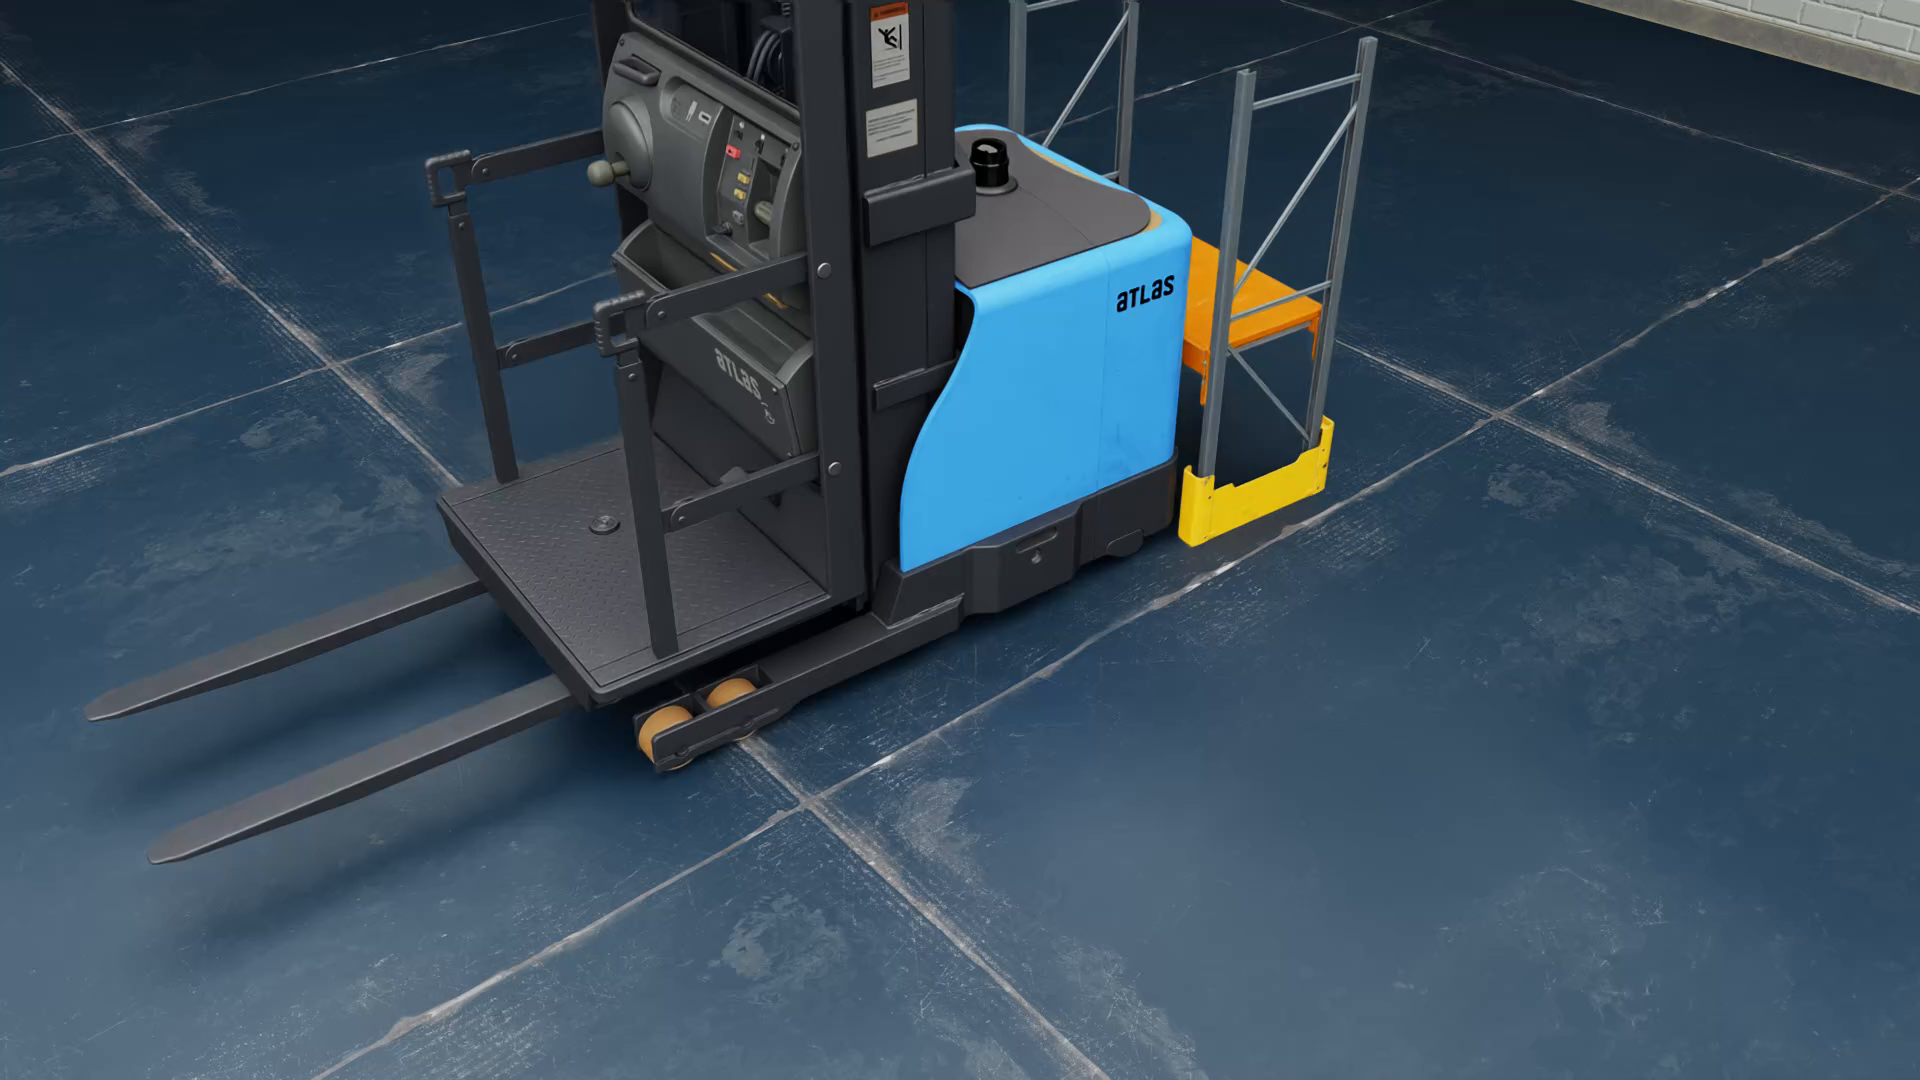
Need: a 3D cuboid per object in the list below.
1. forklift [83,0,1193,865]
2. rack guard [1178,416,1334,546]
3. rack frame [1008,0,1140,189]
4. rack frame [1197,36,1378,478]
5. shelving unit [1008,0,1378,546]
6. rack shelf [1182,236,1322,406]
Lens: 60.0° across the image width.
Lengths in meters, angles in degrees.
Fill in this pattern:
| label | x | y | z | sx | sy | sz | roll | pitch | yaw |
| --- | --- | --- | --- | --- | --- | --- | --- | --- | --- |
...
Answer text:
| label | x | y | z | sx | sy | sz | roll | pitch | yaw |
| --- | --- | --- | --- | --- | --- | --- | --- | --- | --- |
| forklift | -0.822 | -0.938 | 4.039 | 3.031 | 2.935 | 1.130 | -23 | 41 | -29 |
| rack guard | 0.947 | -0.195 | 5.309 | 0.587 | 0.250 | 0.087 | -22 | 41 | -28 |
| rack frame | 0.369 | -1.188 | 5.629 | 0.500 | 1.500 | 0.032 | -22 | 41 | -28 |
| rack frame | 0.948 | -0.705 | 4.947 | 0.500 | 1.500 | 0.032 | -22 | 41 | -28 |
| shelving unit | 0.664 | -0.942 | 5.282 | 0.587 | 1.500 | 1.083 | -22 | 41 | -28 |
| rack shelf | 0.659 | -0.799 | 5.392 | 0.538 | 0.185 | 1.000 | -22 | 41 | -28 |
